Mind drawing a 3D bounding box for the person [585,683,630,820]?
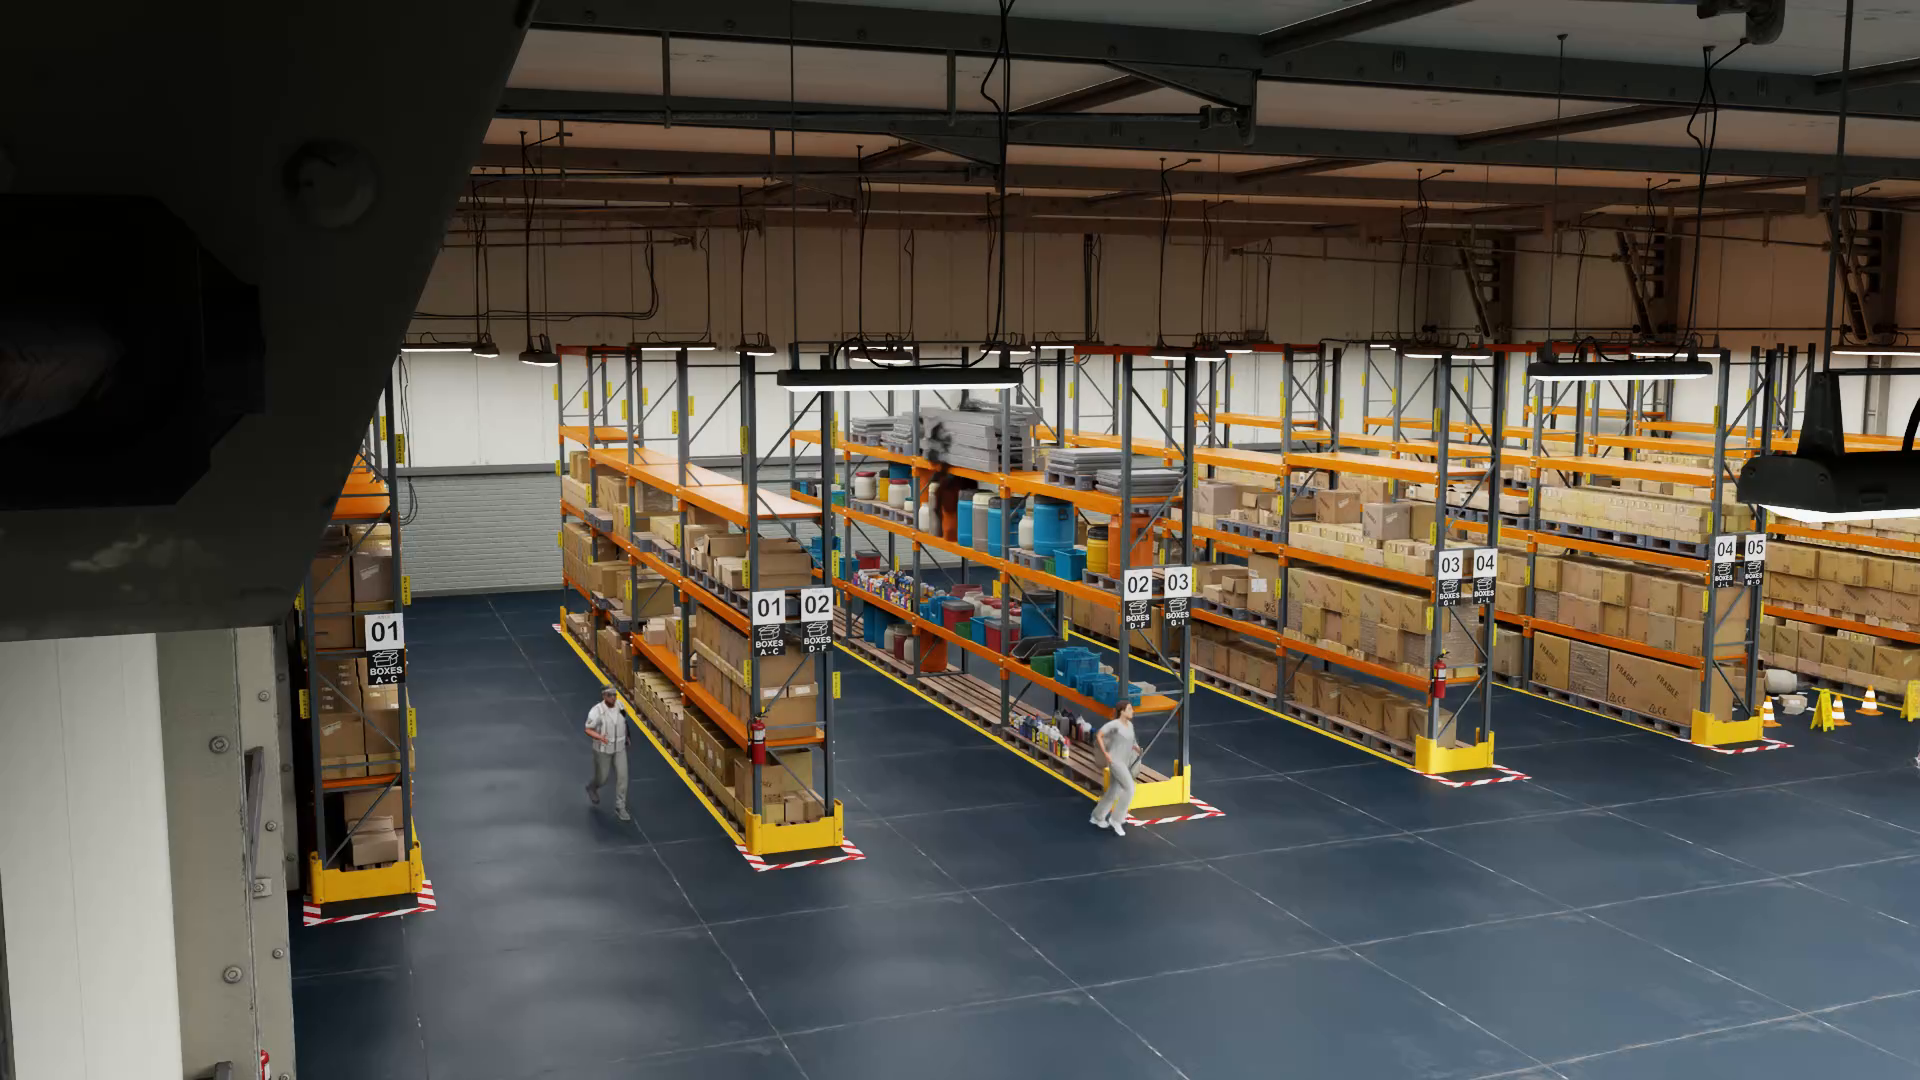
[{"bbox_3d":[-4.598,2.707,21.714,0.647,1.768,0.943,-5,9,-35],"label":"person"}]

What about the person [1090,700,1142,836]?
[{"bbox_3d":[2.009,2.861,21.081,0.650,1.682,0.587,4,8,30],"label":"person"}]

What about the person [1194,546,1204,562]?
[{"bbox_3d":[5.966,0.238,41.859,0.544,1.653,0.700,2,8,19],"label":"person"}]
